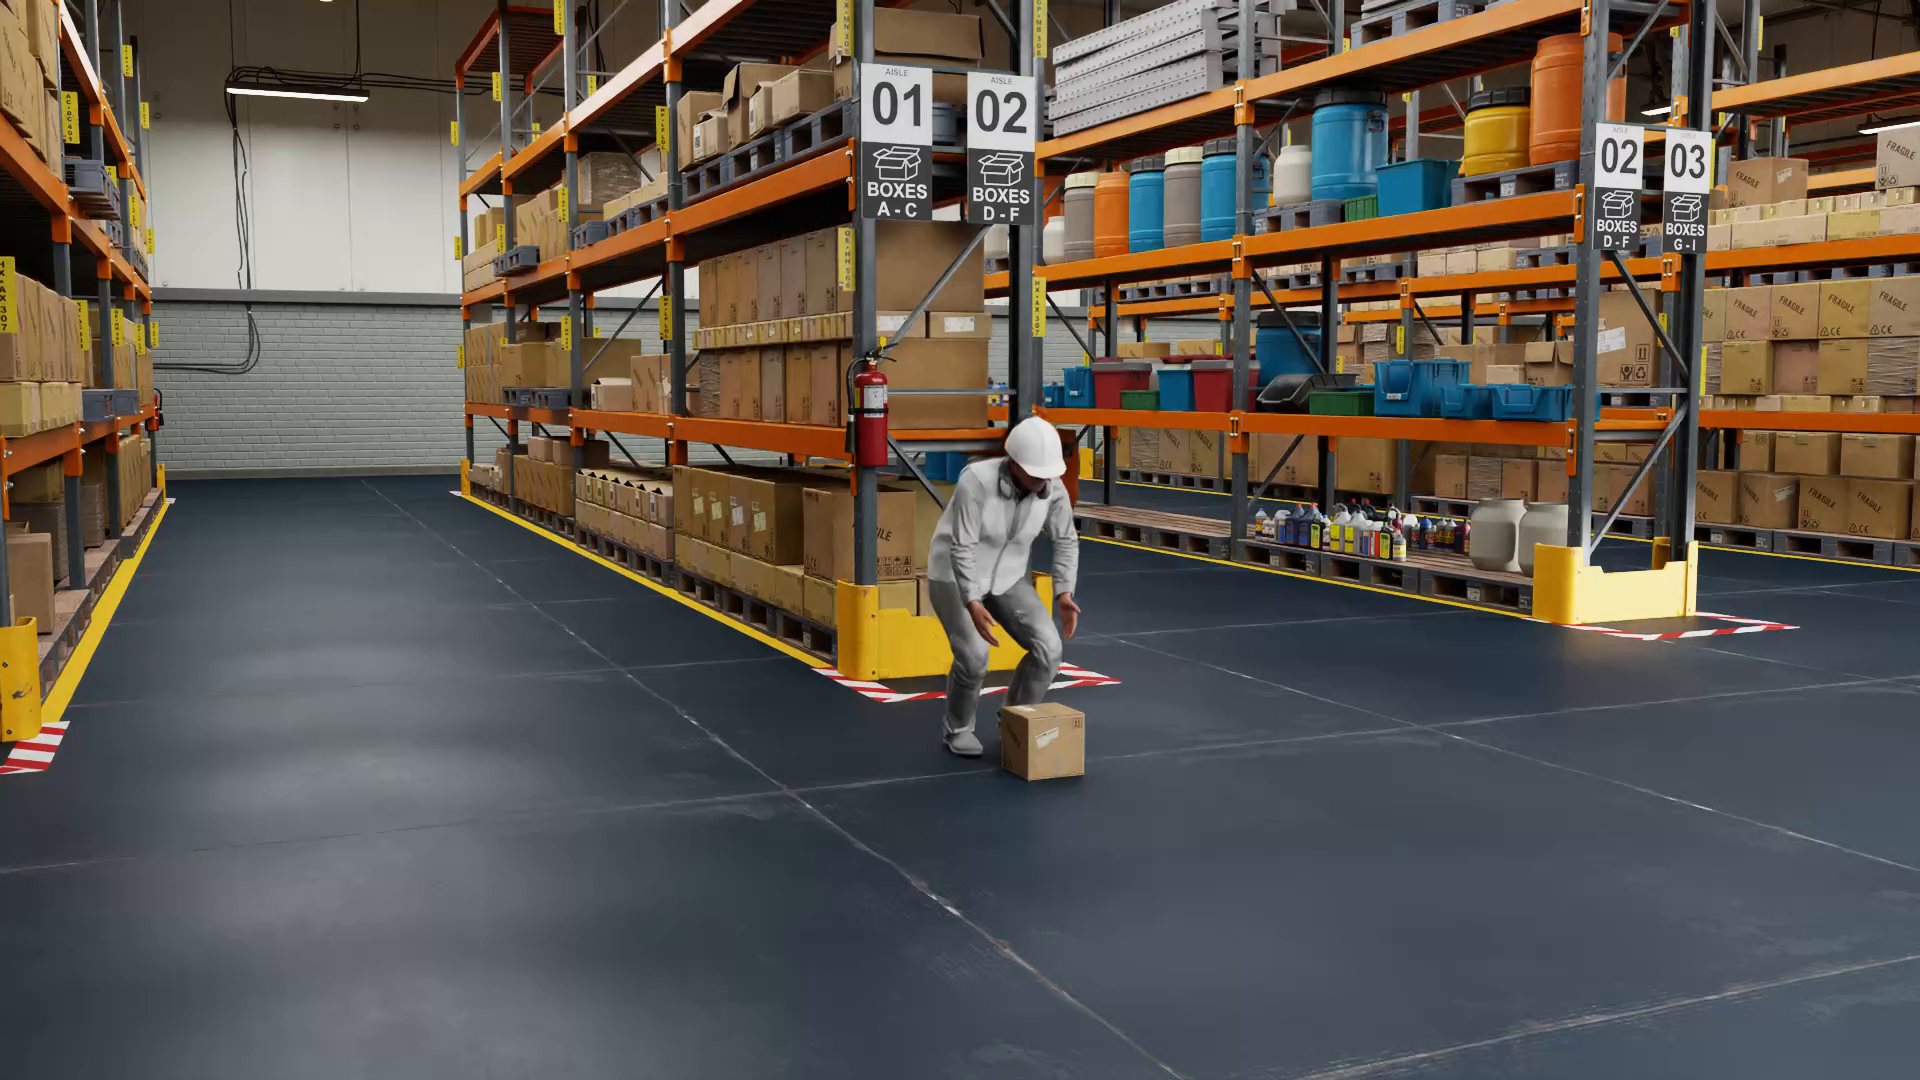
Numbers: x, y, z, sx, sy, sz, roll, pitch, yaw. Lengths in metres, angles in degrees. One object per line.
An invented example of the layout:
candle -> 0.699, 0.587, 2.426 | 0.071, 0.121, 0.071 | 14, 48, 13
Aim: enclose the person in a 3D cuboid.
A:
person -> 0.193, 0.191, 6.994 | 0.591, 1.420, 0.769 | -2, 6, -24
